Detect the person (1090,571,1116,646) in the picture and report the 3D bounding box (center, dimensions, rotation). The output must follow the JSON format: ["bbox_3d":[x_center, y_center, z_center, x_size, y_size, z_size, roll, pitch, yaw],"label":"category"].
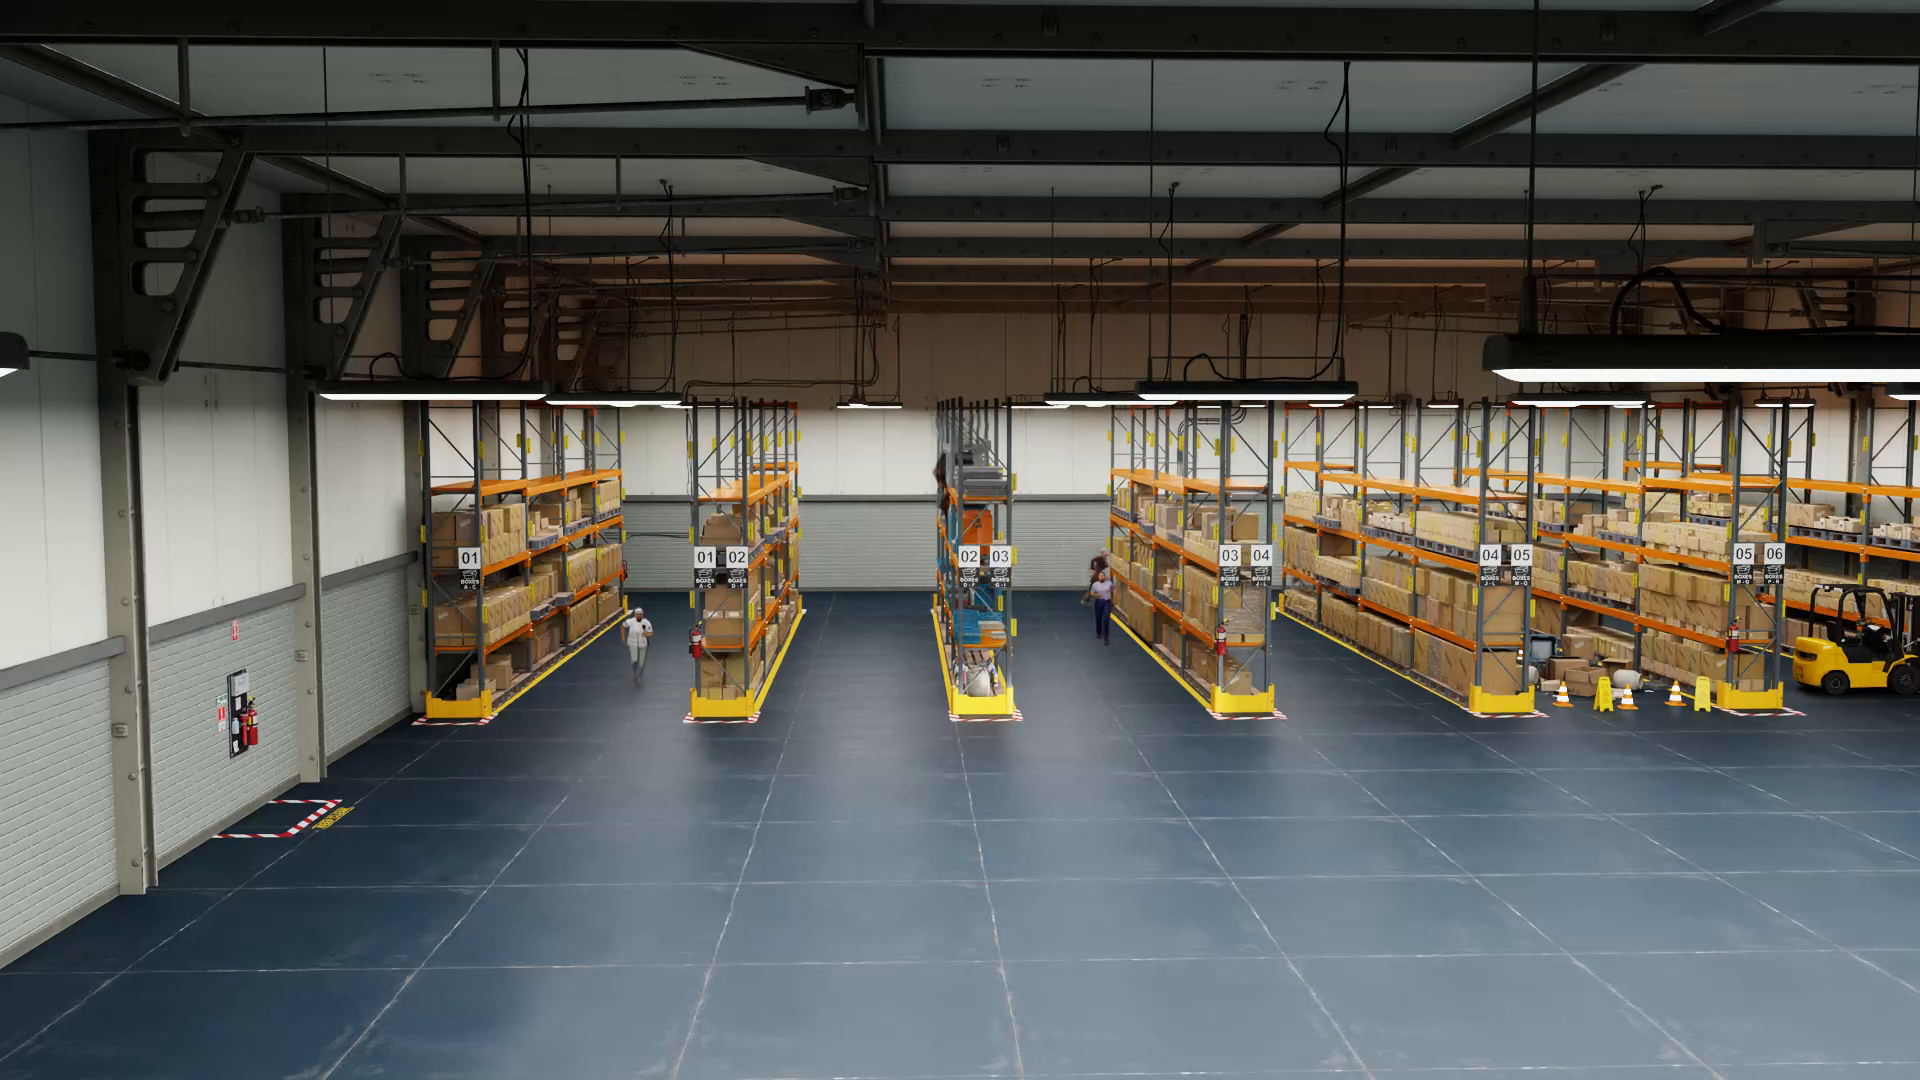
[{"bbox_3d":[3.398,1.605,39.486,0.607,1.729,0.774,0,4,5],"label":"person"}]

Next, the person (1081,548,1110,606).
[{"bbox_3d":[4.030,1.099,48.617,0.992,1.742,0.691,0,4,0],"label":"person"}]

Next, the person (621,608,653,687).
[{"bbox_3d":[-6.710,2.225,34.597,0.632,1.638,0.771,-1,5,-14],"label":"person"}]

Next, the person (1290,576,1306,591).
[{"bbox_3d":[10.010,1.101,49.227,0.873,1.599,0.529,-2,5,-23],"label":"person"}]
